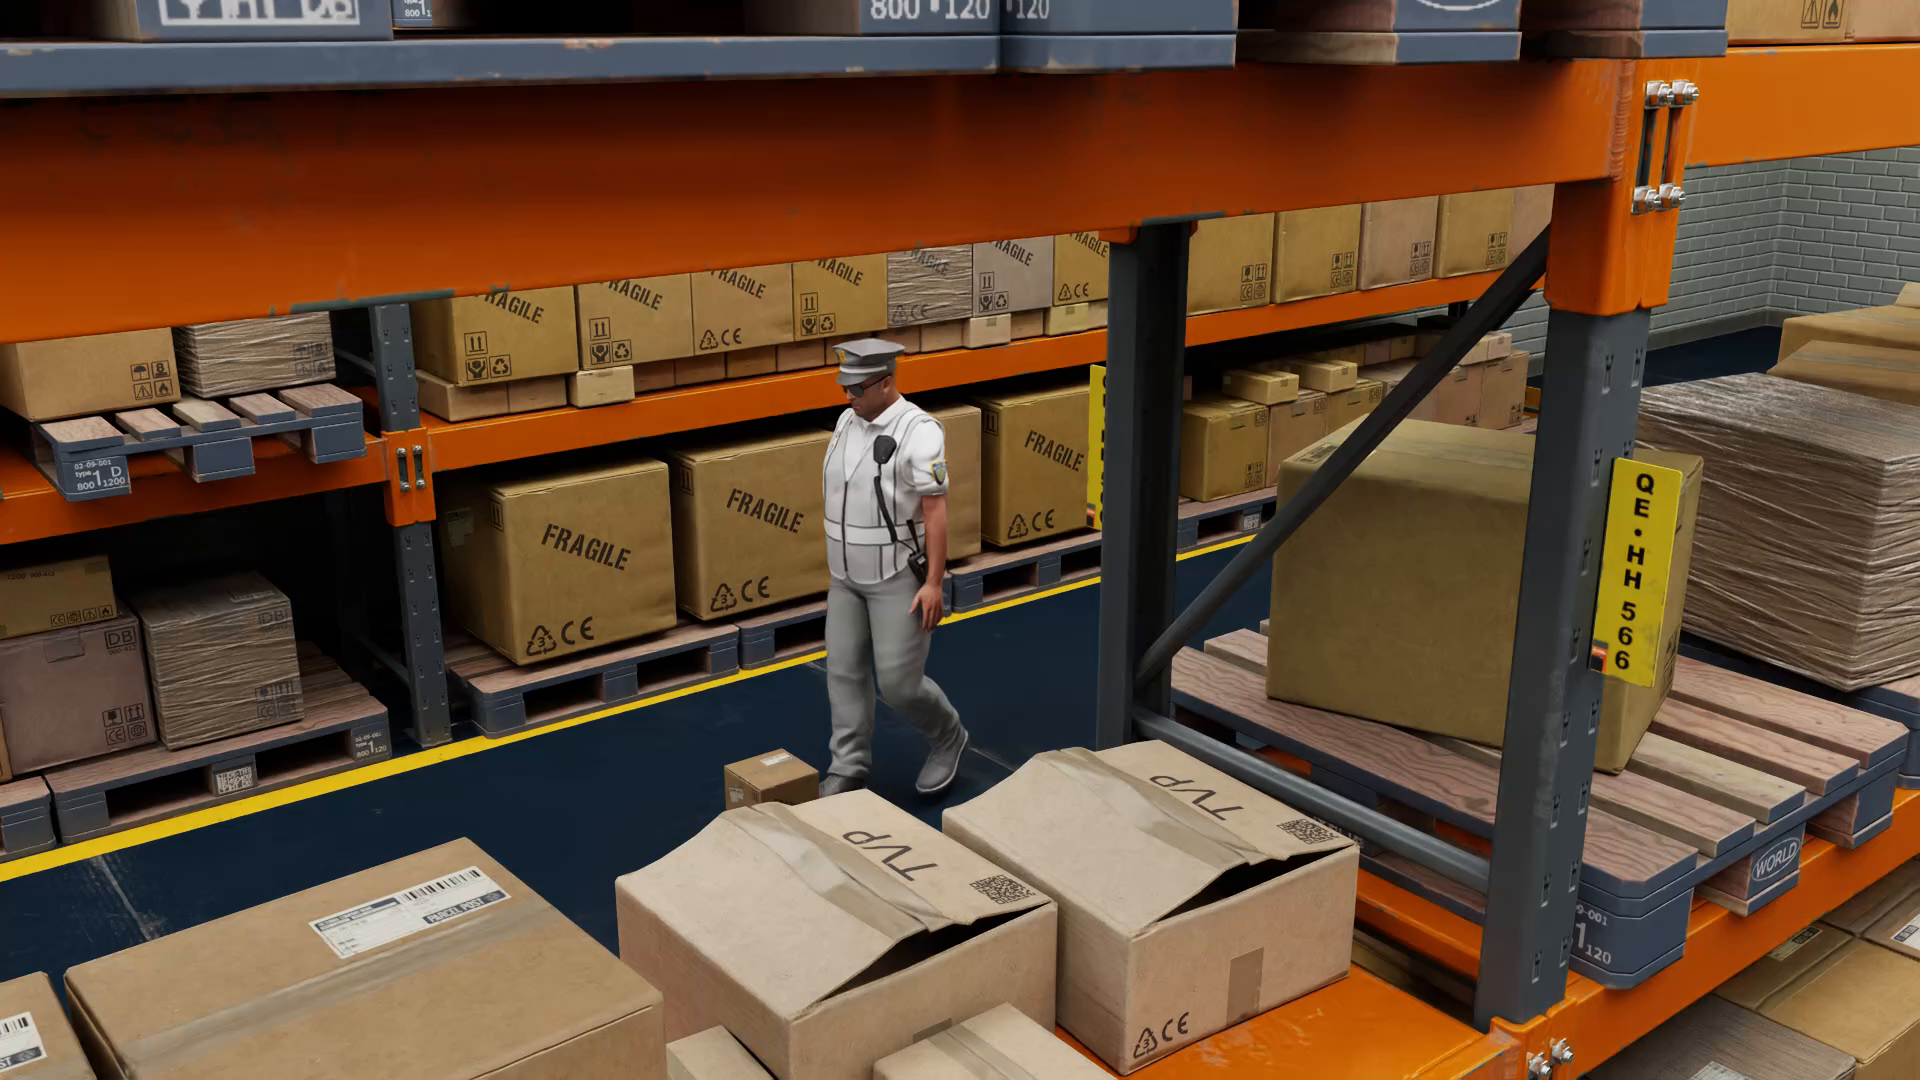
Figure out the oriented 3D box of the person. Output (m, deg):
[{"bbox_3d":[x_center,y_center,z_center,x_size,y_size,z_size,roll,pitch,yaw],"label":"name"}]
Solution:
[{"bbox_3d":[-0.323,0.147,6.068,0.497,1.770,0.598,-13,22,-35],"label":"person"}]
